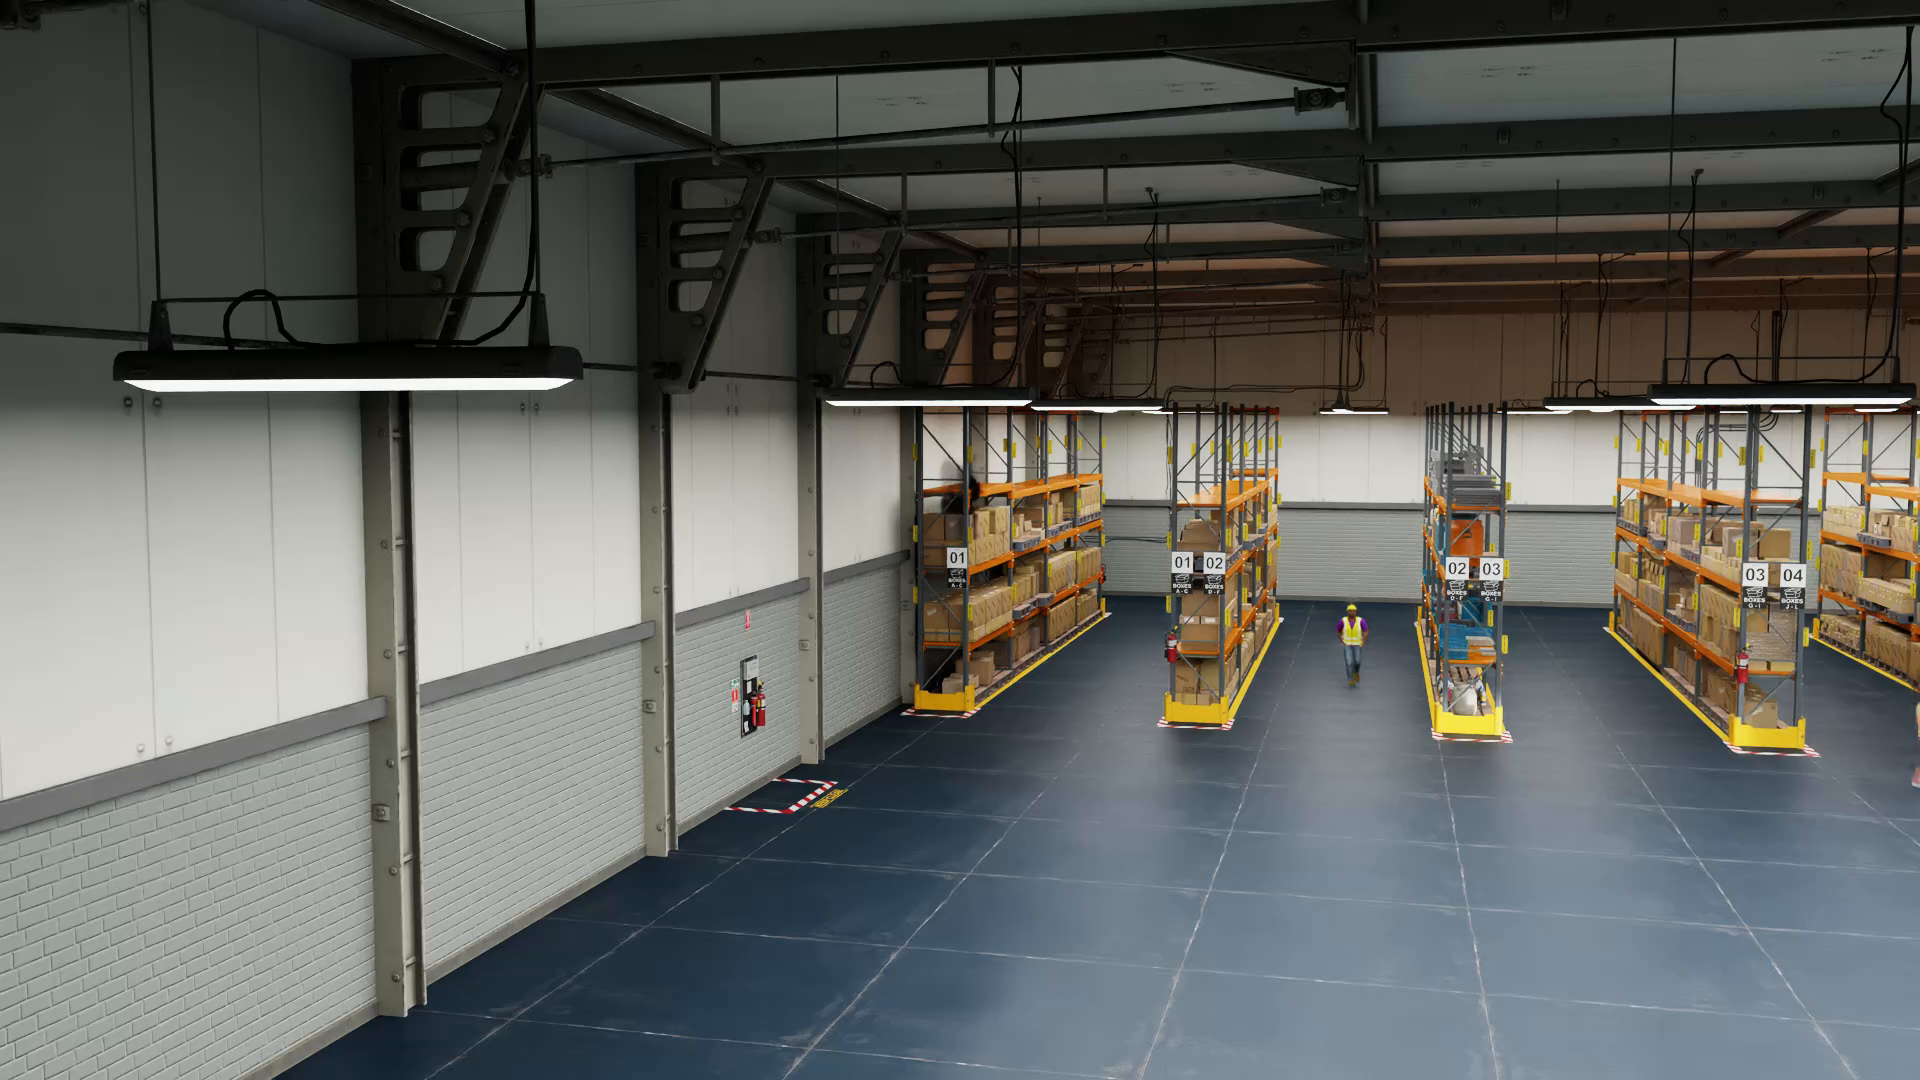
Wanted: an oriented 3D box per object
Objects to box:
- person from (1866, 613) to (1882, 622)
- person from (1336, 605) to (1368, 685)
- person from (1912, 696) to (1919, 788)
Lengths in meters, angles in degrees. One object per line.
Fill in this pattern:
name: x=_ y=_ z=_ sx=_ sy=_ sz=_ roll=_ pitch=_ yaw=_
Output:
person: x=23.876 y=1.637 z=43.761 sx=0.701 sy=1.711 sz=0.585 roll=-2 pitch=5 yaw=-26
person: x=8.359 y=2.238 z=35.439 sx=0.674 sy=1.721 sz=0.569 roll=1 pitch=4 yaw=12
person: x=14.930 y=3.022 z=25.544 sx=0.590 sy=1.628 sz=0.537 roll=-3 pitch=5 yaw=-32
